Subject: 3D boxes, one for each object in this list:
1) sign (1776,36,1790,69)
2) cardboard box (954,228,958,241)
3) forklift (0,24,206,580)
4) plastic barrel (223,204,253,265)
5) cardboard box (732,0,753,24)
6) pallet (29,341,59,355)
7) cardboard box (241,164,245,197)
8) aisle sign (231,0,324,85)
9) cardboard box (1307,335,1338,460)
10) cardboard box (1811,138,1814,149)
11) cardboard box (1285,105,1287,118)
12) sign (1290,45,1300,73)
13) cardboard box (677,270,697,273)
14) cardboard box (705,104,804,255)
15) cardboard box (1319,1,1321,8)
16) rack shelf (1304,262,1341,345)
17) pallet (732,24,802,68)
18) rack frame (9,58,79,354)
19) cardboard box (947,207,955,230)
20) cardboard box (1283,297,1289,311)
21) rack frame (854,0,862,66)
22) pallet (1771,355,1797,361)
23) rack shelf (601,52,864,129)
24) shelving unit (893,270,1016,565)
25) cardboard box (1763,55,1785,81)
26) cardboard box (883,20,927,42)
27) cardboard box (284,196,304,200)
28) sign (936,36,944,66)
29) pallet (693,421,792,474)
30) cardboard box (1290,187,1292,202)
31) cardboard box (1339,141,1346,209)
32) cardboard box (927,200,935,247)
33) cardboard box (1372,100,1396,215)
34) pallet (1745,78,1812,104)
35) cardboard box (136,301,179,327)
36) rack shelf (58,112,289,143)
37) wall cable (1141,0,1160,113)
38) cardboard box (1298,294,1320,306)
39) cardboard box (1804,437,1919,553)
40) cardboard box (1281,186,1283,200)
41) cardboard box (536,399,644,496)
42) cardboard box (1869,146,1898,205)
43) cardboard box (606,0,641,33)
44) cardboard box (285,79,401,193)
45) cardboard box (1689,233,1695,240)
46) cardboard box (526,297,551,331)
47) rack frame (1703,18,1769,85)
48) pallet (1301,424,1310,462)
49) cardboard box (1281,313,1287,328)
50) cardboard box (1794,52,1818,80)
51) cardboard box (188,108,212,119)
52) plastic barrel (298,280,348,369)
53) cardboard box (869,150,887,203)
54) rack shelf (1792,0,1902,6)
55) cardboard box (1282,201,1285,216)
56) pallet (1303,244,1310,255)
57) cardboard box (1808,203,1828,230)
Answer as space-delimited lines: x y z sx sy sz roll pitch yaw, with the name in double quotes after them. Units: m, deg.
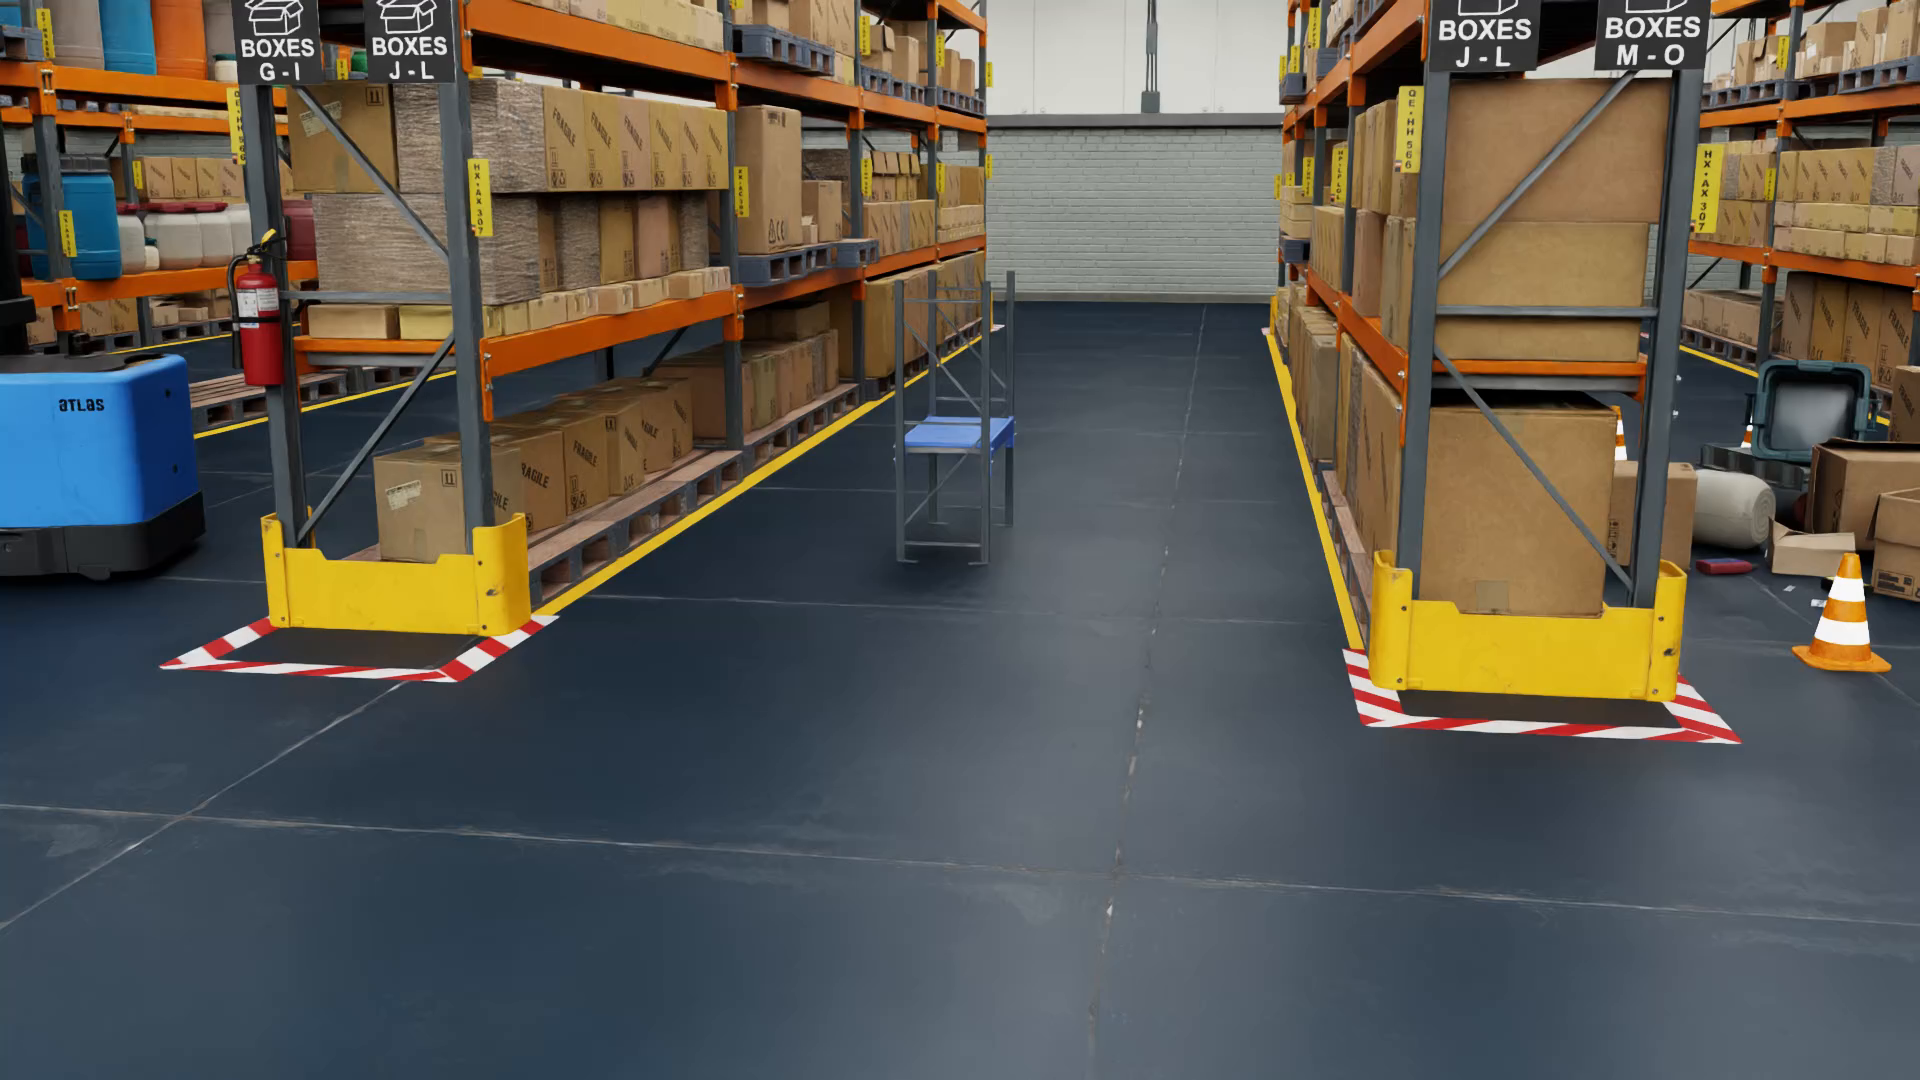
8.482 -5.022 17.141 0.100 0.325 0.005 2 12 9 "sign"
-0.229 -3.713 20.200 0.380 0.149 0.250 2 12 8 "cardboard box"
-5.687 -1.274 8.446 3.031 2.935 1.130 -2 12 -7 "forklift"
-6.282 -2.641 14.364 0.421 0.512 0.421 0 12 0 "plastic barrel"
-1.821 -3.719 11.268 0.797 0.503 0.637 1 12 6 "cardboard box"
-10.822 -2.101 18.741 1.003 0.211 1.213 2 12 9 "pallet"
-9.882 -4.945 22.708 0.500 0.500 0.500 2 12 10 "cardboard box"
-2.913 -2.337 7.048 0.394 0.787 0.004 2 12 9 "aisle sign"
2.901 -0.958 11.163 1.050 0.750 0.750 2 12 8 "cardboard box"
8.912 -4.227 17.837 0.380 0.149 0.250 2 12 10 "cardboard box"
4.418 -5.526 21.253 0.500 0.250 0.500 2 12 11 "cardboard box"
3.587 -5.121 17.788 0.100 0.325 0.005 2 12 9 "sign"
-1.880 -1.623 10.502 0.380 0.149 0.250 2 12 9 "cardboard box"
-1.731 -2.562 11.839 1.000 1.000 1.000 2 12 9 "cardboard box"
3.379 -4.643 14.741 0.396 0.266 0.258 2 12 9 "cardboard box"
3.202 -1.785 12.365 1.077 0.370 4.000 2 12 9 "rack shelf"
-1.791 -3.402 11.484 1.213 0.211 1.003 2 12 9 "pallet"
-6.885 -2.063 11.945 1.000 3.000 0.127 2 12 9 "rack frame"
-0.349 -3.832 19.806 0.500 0.250 0.500 2 12 8 "cardboard box"
4.021 -2.788 19.669 0.380 0.149 0.250 1 12 6 "cardboard box"
-1.376 -5.668 14.432 1.000 3.000 0.127 2 12 9 "rack frame"
8.987 -1.720 16.975 1.003 0.211 1.213 2 12 9 "pallet"
-1.684 -3.433 12.892 1.077 0.370 4.000 2 12 9 "rack shelf"
-0.013 -0.715 9.253 0.538 1.500 1.048 2 12 9 "shelving unit"
8.813 -5.045 17.746 0.396 0.266 0.258 2 12 10 "cardboard box"
-0.610 -5.899 19.375 0.500 0.250 0.500 1 12 5 "cardboard box"
-9.734 -4.669 23.800 0.500 0.500 0.500 2 12 10 "cardboard box"
-0.223 -5.425 18.452 0.100 0.325 0.005 2 12 9 "sign"
-1.873 -0.701 12.246 1.003 0.211 1.213 2 12 9 "pallet"
3.213 -3.150 15.178 0.380 0.149 0.250 2 12 10 "cardboard box"
3.277 -2.786 12.688 0.700 0.500 0.500 2 12 8 "cardboard box"
-0.563 -3.510 18.424 0.500 0.500 0.500 2 12 9 "cardboard box"
2.541 -1.909 8.313 0.875 0.550 0.500 2 12 9 "cardboard box"
9.167 -4.839 17.920 1.003 0.211 1.213 2 12 9 "pallet"
-10.271 -2.870 21.031 0.500 0.311 0.500 2 12 9 "cardboard box"
-10.241 -5.420 22.112 1.077 0.370 4.000 2 12 9 "rack shelf"
4.129 -9.971 26.764 2.277 5.999 0.120 2 12 9 "wall cable"
3.422 -2.159 15.550 0.500 0.250 0.500 2 12 9 "cardboard box"
5.090 -0.237 9.077 0.797 0.637 0.503 2 12 9 "cardboard box"
3.609 -3.692 17.693 0.380 0.149 0.250 3 12 12 "cardboard box"
-2.191 -0.552 9.873 0.500 0.500 0.500 1 12 4 "cardboard box"
8.308 -3.175 14.494 0.500 0.500 0.500 2 12 10 "cardboard box"
-2.049 -2.874 8.943 0.500 0.250 0.500 2 12 10 "cardboard box"
-2.766 -1.875 7.758 0.500 0.500 0.500 2 12 9 "cardboard box"
9.238 -3.931 20.378 0.500 0.500 0.500 2 12 8 "cardboard box"
-2.217 -1.101 8.080 0.380 0.149 0.250 2 12 9 "cardboard box"
9.646 -7.012 20.669 1.000 3.000 0.127 2 12 9 "rack frame"
3.123 -0.775 12.589 1.003 0.211 1.213 2 12 9 "pallet"
3.912 -2.532 19.186 0.380 0.149 0.250 1 12 7 "cardboard box"
8.608 -4.760 16.661 0.396 0.266 0.258 2 12 8 "cardboard box"
-10.070 -5.584 21.518 0.500 0.250 0.500 2 12 9 "cardboard box"
-6.212 -2.142 16.468 0.600 0.830 0.708 2 12 9 "plastic barrel"
-1.145 -3.561 16.281 0.797 0.503 0.637 2 12 10 "cardboard box"
8.723 -5.216 14.992 1.077 0.370 4.000 2 12 9 "rack shelf"
3.493 -3.385 16.973 0.380 0.149 0.250 1 12 6 "cardboard box"
3.773 -2.873 16.159 1.003 0.211 1.213 2 12 9 "pallet"
8.528 -3.122 16.027 0.500 0.250 0.500 2 12 9 "cardboard box"
